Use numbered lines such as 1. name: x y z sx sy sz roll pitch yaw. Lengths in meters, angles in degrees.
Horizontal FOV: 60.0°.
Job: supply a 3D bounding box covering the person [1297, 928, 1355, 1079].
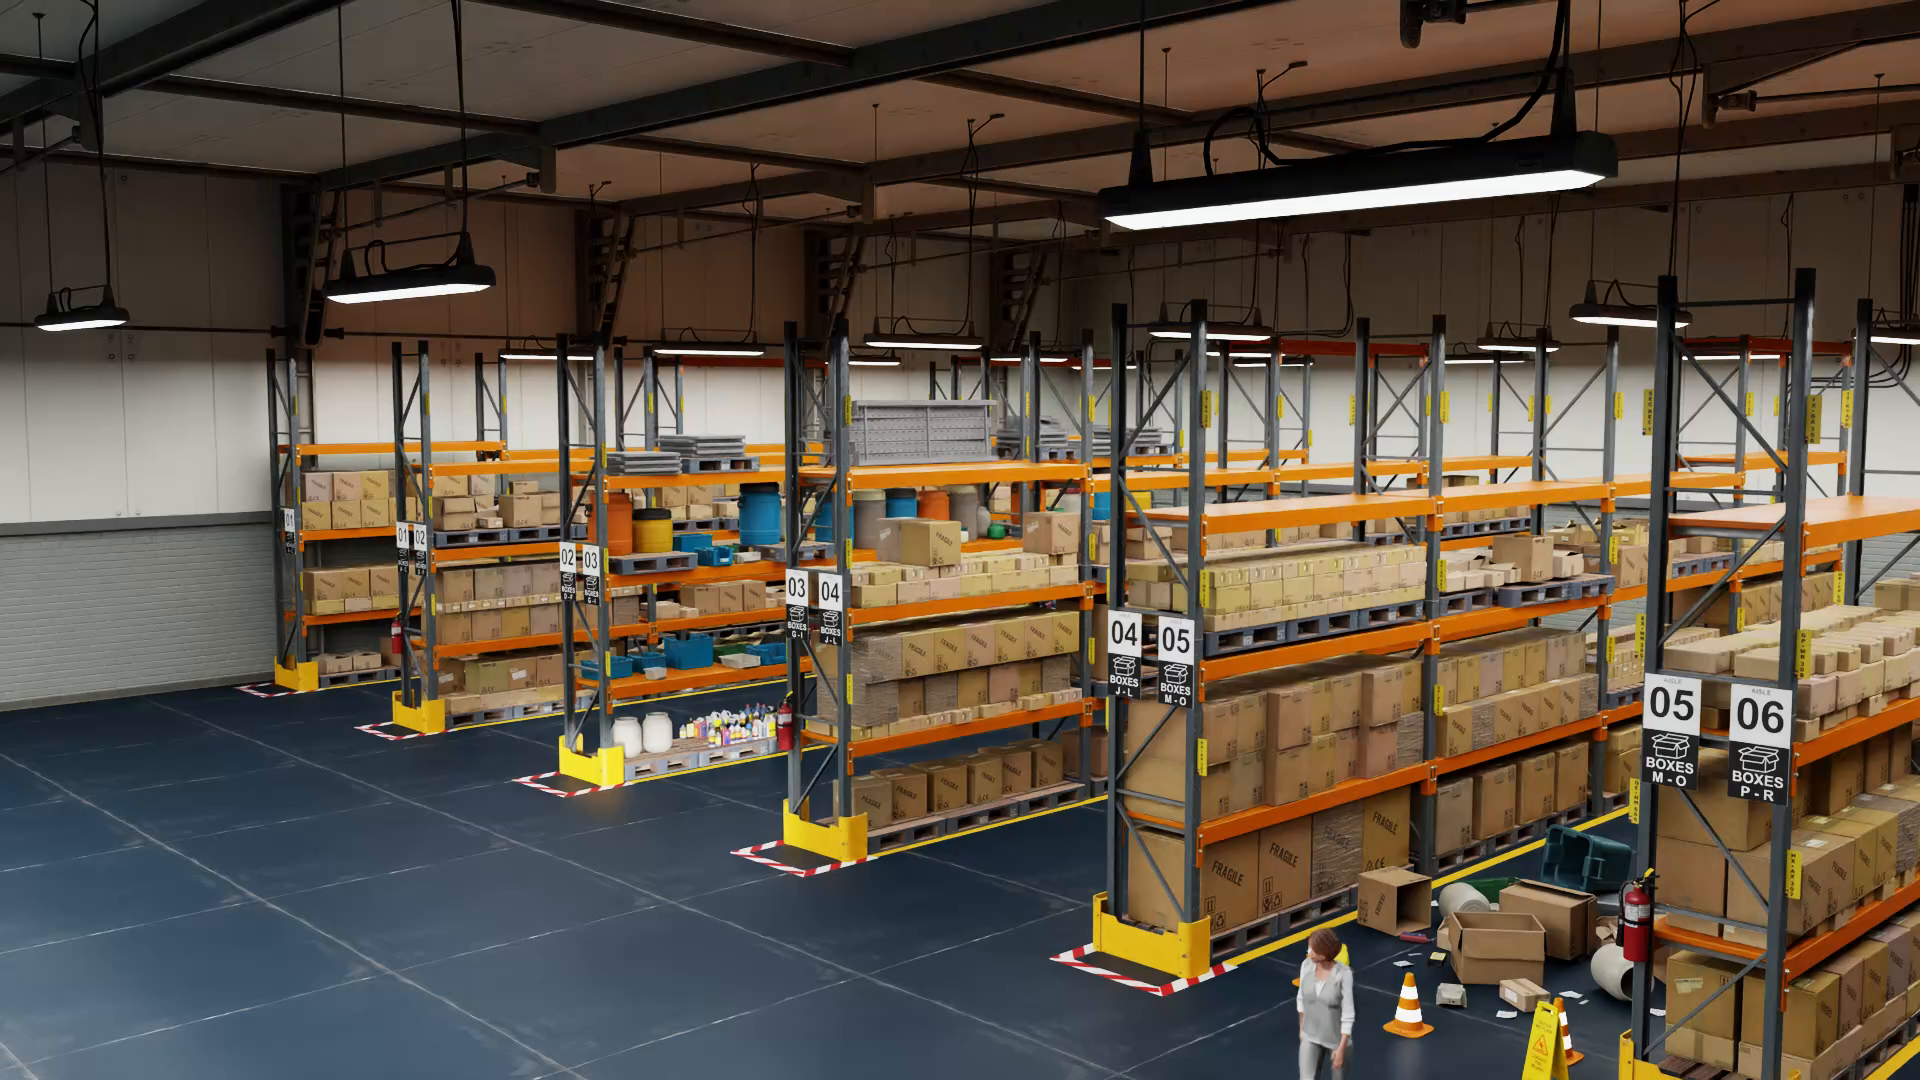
1. person: 2.453 3.394 11.234 0.442 1.560 0.851 3 6 29
